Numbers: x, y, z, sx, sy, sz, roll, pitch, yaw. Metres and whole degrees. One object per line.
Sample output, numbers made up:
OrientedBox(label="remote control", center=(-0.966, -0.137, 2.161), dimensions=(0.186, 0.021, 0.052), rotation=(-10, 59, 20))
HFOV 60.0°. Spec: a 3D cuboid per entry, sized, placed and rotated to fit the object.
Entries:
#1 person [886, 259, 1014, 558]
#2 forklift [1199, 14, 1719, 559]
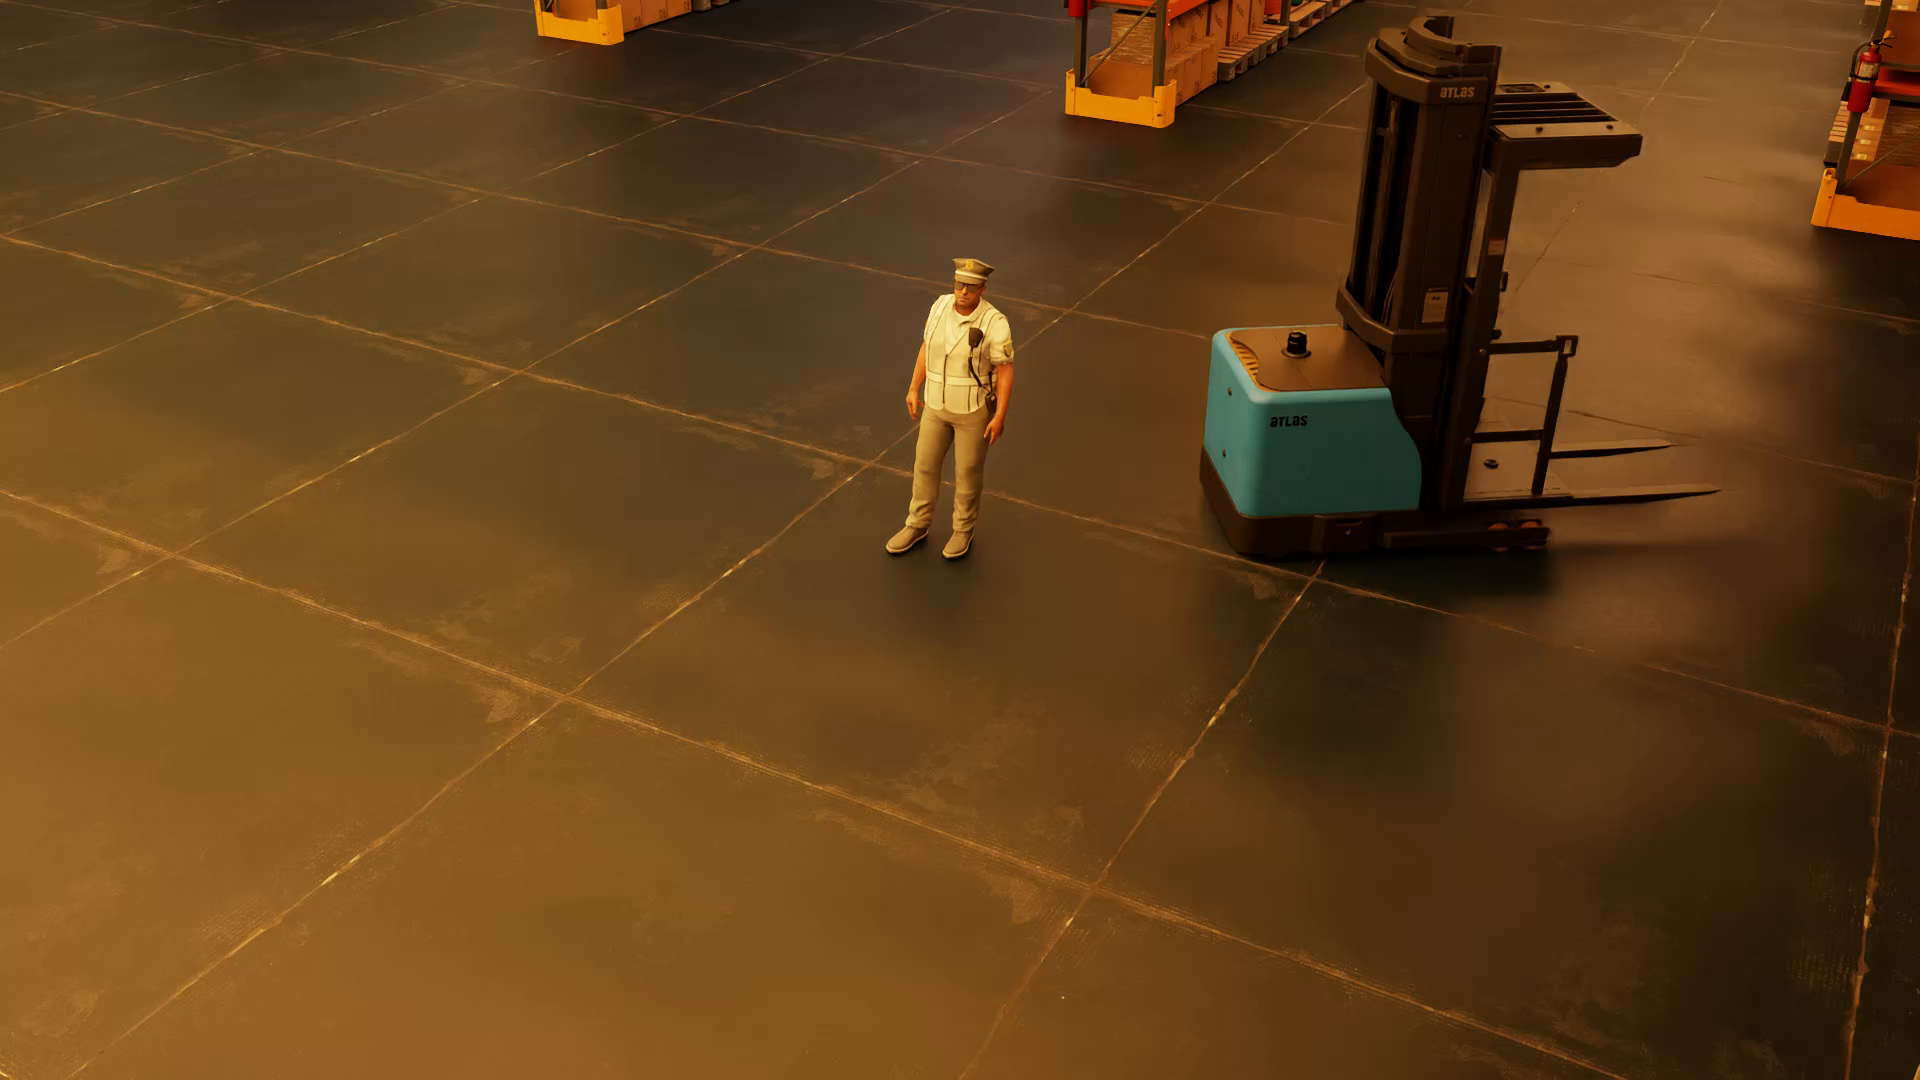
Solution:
OrientedBox(label="person", center=(-0.048, -0.747, 9.499), dimensions=(0.641, 1.781, 0.574), rotation=(15, 33, 25))
OrientedBox(label="forklift", center=(3.065, -1.461, 9.603), dimensions=(3.031, 2.935, 1.130), rotation=(-3, 30, -5))
